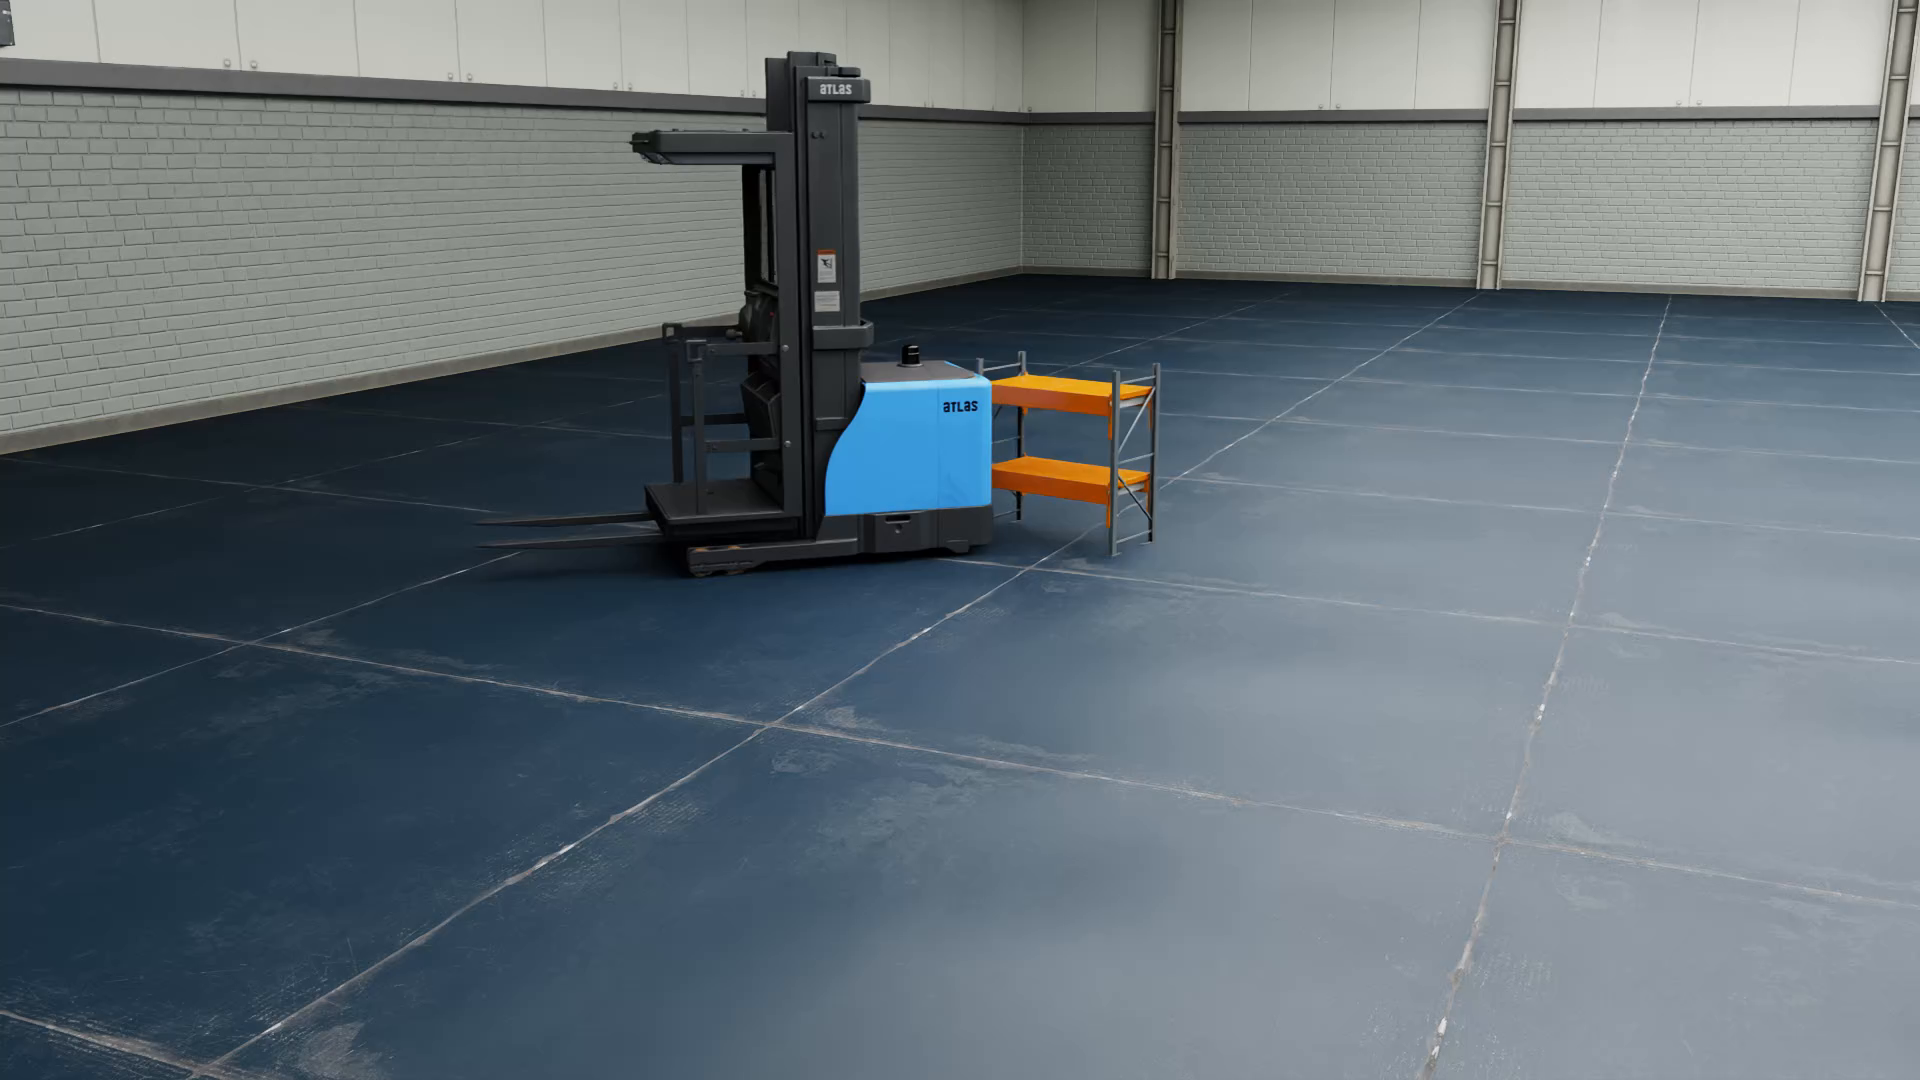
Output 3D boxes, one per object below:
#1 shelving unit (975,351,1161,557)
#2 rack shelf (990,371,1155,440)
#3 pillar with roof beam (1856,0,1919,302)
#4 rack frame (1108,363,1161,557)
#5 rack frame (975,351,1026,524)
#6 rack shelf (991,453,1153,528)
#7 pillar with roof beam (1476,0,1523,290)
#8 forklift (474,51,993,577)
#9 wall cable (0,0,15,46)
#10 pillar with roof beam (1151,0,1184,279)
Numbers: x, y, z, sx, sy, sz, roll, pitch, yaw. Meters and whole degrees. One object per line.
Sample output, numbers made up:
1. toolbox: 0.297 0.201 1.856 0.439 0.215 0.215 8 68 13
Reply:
1. shelving unit: 0.662 -0.561 10.426 1.048 1.125 0.538 10 17 37
2. rack shelf: 0.662 -0.846 10.360 1.000 0.278 0.538 10 17 37
3. pillar with roof beam: 13.131 -7.393 22.305 0.400 9.000 9.100 6 14 23
4. rack frame: 1.063 -0.489 10.122 0.032 1.125 0.500 10 17 37
5. rack frame: 0.260 -0.632 10.730 0.032 1.125 0.500 10 17 37
6. rack shelf: 0.662 -0.323 10.482 1.000 0.278 0.538 10 17 37
7. pillar with roof beam: 7.645 -7.948 24.671 0.400 9.000 9.100 6 14 23
8. forklift: -1.372 -1.348 9.828 3.031 2.935 1.130 -4 14 -17
9. wall cable: -7.154 -7.009 13.225 0.169 6.003 2.305 6 14 23
10. pillar with roof beam: 2.159 -8.503 27.037 0.400 9.000 9.100 6 14 23
